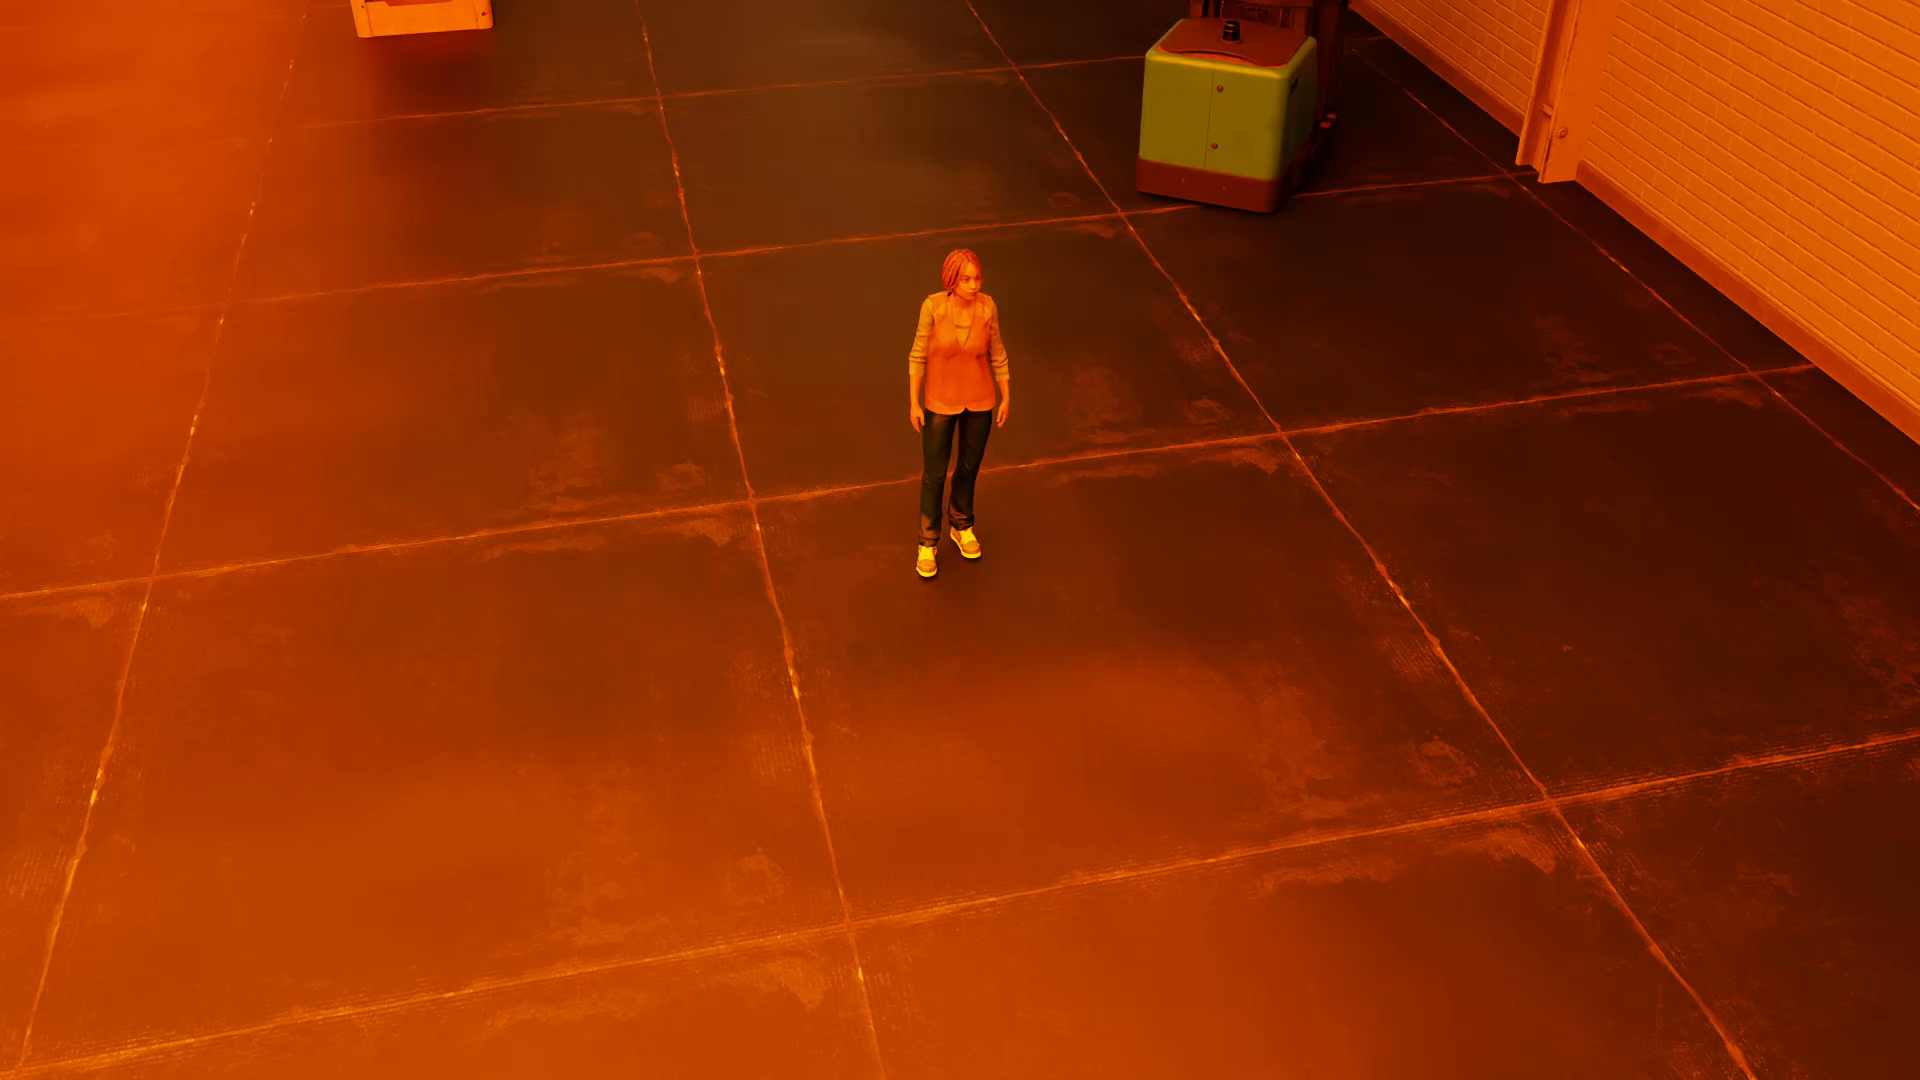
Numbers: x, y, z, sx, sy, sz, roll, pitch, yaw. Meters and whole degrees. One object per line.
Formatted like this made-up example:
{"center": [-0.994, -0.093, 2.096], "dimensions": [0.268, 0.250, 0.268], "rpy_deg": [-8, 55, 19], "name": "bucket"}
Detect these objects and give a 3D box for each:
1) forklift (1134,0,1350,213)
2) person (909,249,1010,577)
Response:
{"center": [2.312, -4.326, 12.062], "dimensions": [1.130, 2.935, 3.031], "rpy_deg": [14, 38, 19], "name": "forklift"}
{"center": [0.003, -0.610, 8.027], "dimensions": [0.520, 1.599, 0.473], "rpy_deg": [-8, 36, -11], "name": "person"}
